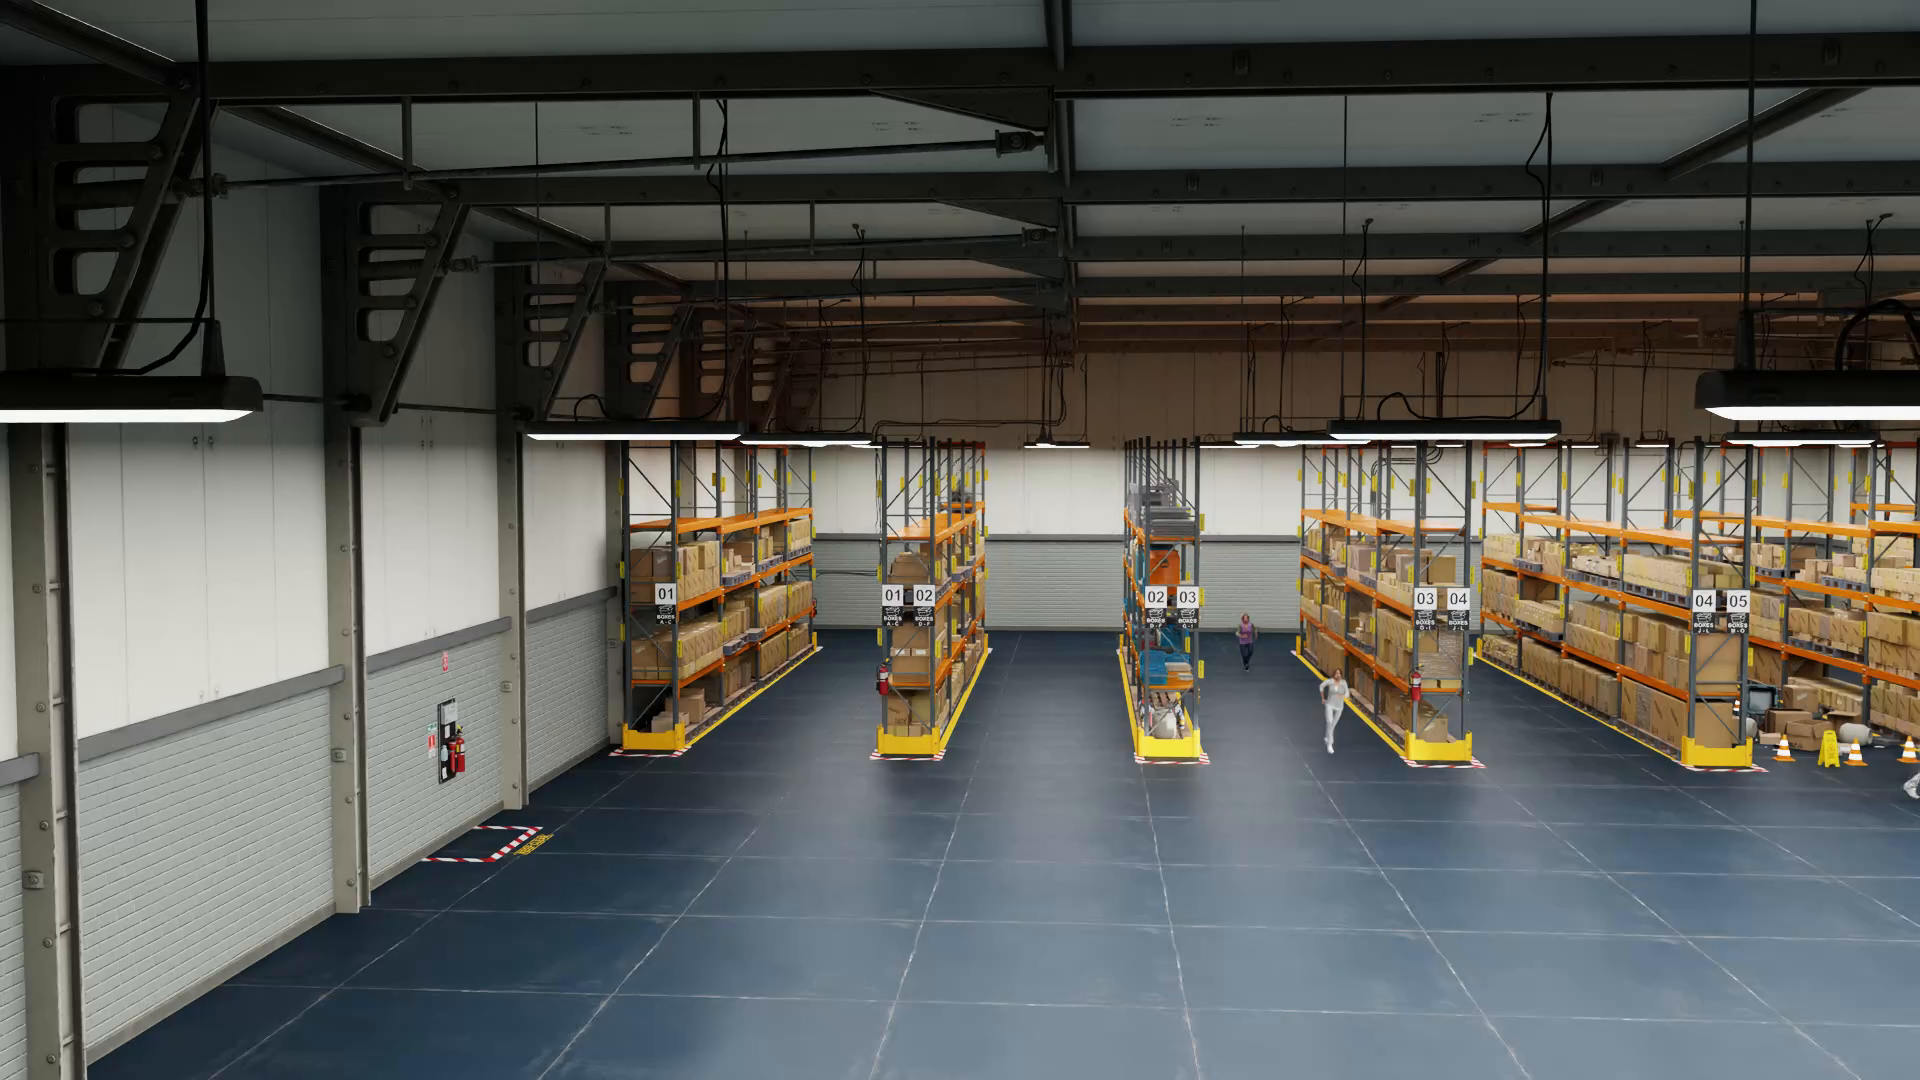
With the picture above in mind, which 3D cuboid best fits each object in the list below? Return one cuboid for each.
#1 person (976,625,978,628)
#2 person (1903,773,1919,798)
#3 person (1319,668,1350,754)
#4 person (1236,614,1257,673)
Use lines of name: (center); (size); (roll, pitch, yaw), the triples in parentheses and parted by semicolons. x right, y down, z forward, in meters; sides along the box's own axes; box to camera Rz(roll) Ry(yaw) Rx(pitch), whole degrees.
person: (0.300, 2.346, 48.460); (0.557, 1.616, 0.632); (0, 3, -3)
person: (15.819, 3.458, 26.827); (1.055, 1.729, 0.728); (3, 4, 45)
person: (7.165, 3.254, 31.820); (0.534, 1.610, 0.764); (0, 3, 2)
person: (7.371, 2.663, 42.668); (0.578, 1.547, 0.647); (0, 3, 0)
